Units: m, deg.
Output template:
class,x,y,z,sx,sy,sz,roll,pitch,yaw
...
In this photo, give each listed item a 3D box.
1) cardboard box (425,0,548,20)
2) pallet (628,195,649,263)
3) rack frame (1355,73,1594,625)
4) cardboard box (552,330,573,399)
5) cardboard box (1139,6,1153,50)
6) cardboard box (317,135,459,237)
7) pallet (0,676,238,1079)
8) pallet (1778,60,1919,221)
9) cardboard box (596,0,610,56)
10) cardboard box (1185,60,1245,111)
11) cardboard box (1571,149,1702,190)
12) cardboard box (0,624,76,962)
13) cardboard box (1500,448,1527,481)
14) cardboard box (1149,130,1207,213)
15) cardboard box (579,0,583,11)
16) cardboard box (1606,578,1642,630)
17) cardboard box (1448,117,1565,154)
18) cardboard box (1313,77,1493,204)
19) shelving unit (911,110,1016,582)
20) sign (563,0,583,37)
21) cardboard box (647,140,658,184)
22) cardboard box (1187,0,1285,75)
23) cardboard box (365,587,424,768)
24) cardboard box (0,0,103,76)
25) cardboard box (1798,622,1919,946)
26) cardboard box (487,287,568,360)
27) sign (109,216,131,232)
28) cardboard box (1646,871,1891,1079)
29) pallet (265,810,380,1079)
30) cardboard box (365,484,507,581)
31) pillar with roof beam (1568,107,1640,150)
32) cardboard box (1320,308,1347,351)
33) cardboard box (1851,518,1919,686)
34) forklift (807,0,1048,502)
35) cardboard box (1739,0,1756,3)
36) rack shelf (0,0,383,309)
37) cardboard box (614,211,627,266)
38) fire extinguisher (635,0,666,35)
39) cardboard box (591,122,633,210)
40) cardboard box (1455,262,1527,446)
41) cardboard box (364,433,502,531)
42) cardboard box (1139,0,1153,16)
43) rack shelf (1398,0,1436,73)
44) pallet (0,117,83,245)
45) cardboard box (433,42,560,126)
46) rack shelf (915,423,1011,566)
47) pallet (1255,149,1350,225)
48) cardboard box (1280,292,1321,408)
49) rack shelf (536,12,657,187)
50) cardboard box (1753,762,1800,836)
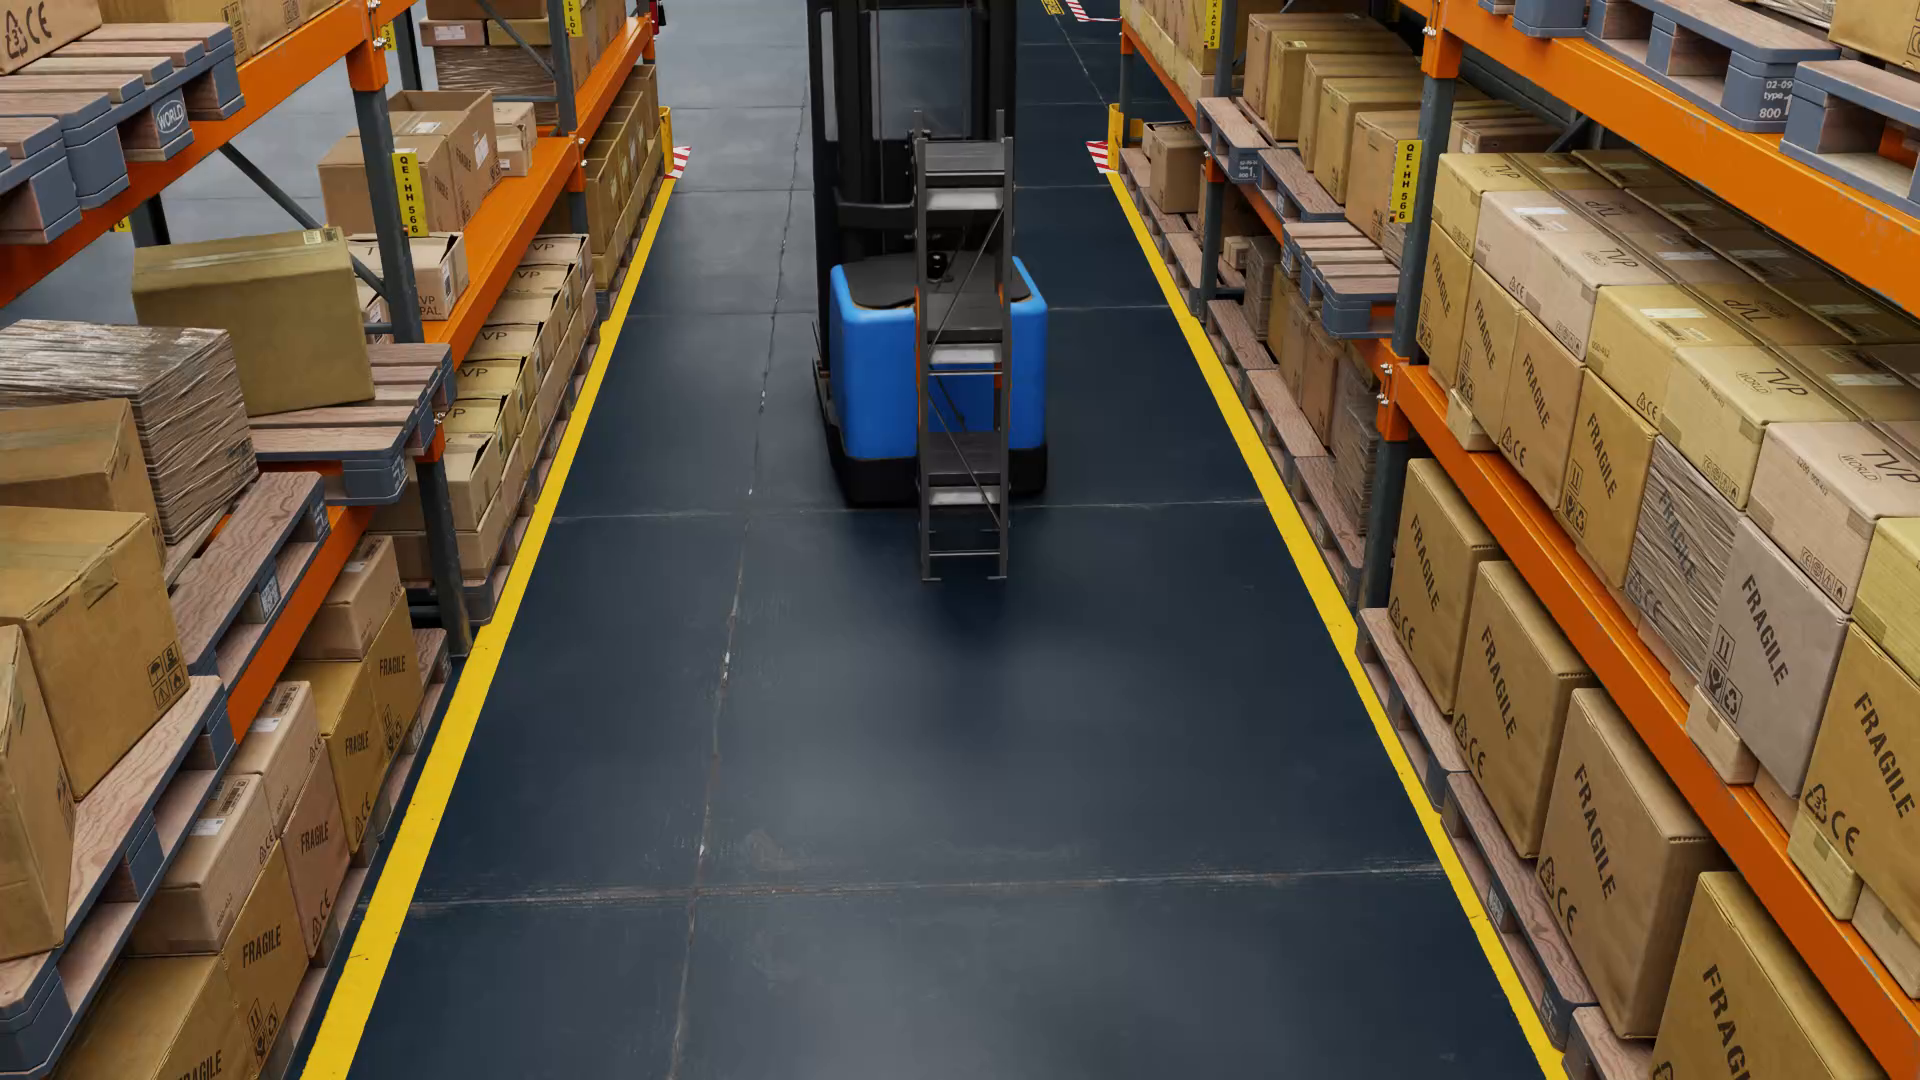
class,x,y,z,sx,sy,sz,roll,pitch,yaw
cardboard box,-2.889,-3.497,10.201,0.700,0.500,0.500,-1,28,-2
pallet,-2.926,-2.370,12.565,1.003,0.211,1.213,-1,28,-3
rack frame,2.296,-0.947,6.822,1.000,3.000,0.127,-1,28,-3
cardboard box,-2.497,-0.986,9.416,0.500,0.250,0.500,-1,28,-2
cardboard box,1.649,-3.876,12.579,0.500,0.250,0.500,-2,28,-3
cardboard box,-2.755,-1.645,8.052,0.500,0.500,0.500,-3,28,-5
pallet,-2.375,0.735,3.805,1.003,0.211,1.213,-1,28,-3
pallet,2.408,-0.767,3.441,0.805,0.209,1.217,-2,28,-5
cardboard box,-3.004,-3.877,12.332,0.700,0.500,0.500,-1,28,-2
cardboard box,1.760,-2.948,10.800,0.500,0.250,0.500,-1,28,-3
cardboard box,2.579,-1.262,6.163,0.500,0.250,0.500,-1,28,-1
cardboard box,-2.243,0.567,3.358,0.700,0.500,0.500,-11,29,-20
cardboard box,2.152,-0.333,5.894,0.380,0.149,0.250,-2,28,-3
cardboard box,1.843,-2.803,12.609,0.700,0.500,0.500,-3,28,-6
cardboard box,-2.735,-3.606,11.110,0.380,0.149,0.250,-2,28,-4
cardboard box,2.180,0.143,4.983,0.380,0.149,0.250,-1,28,-1
cardboard box,2.248,-1.633,6.852,0.380,0.149,0.250,-5,28,-9
cardboard box,2.174,-1.978,8.215,0.700,0.500,0.500,-1,28,-3
shelving unit,0.009,-0.855,7.618,0.431,2.100,0.503,-1,28,-3
sign,-2.318,-3.169,9.916,0.100,0.325,0.005,-1,28,-3
cardboard box,-2.707,-3.016,13.309,0.500,0.250,0.500,-1,28,-3
cardboard box,1.754,-3.280,10.625,0.500,0.500,0.500,-1,28,-3
cardboard box,-2.367,0.514,6.249,0.500,0.500,0.500,0,28,-1
cardboard box,-2.467,-1.434,3.841,0.600,0.600,0.600,-2,28,-5
cardboard box,2.229,0.508,3.581,0.500,0.500,0.500,-2,28,-3
cardboard box,-2.495,-1.238,9.293,0.500,0.311,0.500,-1,28,-3
sign,-3.205,-1.324,6.293,0.100,0.325,0.005,-1,28,-3
cardboard box,2.341,1.370,4.250,0.750,0.750,0.750,-1,28,-2
pallet,-2.589,1.318,5.494,1.003,0.211,1.213,-1,28,-3
cardboard box,-2.385,-0.042,7.606,0.500,0.250,0.500,-1,28,-3
pillar with roof beam,-1.207,-4.124,6.427,9.100,9.000,0.400,-1,28,-3
cardboard box,2.207,-1.200,8.723,0.500,0.250,0.500,-2,28,-3
cardboard box,2.225,0.173,3.412,0.500,0.250,0.500,-1,28,-1
forklift,-0.285,-2.148,9.199,1.130,2.935,3.031,-4,28,-8
cardboard box,2.475,-1.795,4.620,0.700,0.500,0.500,0,28,0
rack shelf,-2.546,-0.913,4.292,1.077,0.370,4.000,-1,28,-3
cardboard box,-2.602,-2.093,11.538,0.500,0.250,0.500,-1,28,-3
fire extinguisher,-2.611,-4.552,13.817,0.296,0.674,0.183,-1,28,-3
cardboard box,-2.624,-2.656,11.807,0.500,0.500,0.500,-1,28,-3
cardboard box,2.084,-0.660,5.820,0.500,0.500,0.500,0,28,-1
cardboard box,-2.385,-0.291,7.476,0.500,0.311,0.500,0,28,-1
cardboard box,1.640,-4.222,12.430,0.500,0.500,0.500,-2,28,-4
rack shelf,2.192,-2.882,8.066,1.077,0.370,4.000,-1,28,-3
pallet,-2.406,-0.528,2.979,1.213,0.211,1.003,-1,28,-3
cardboard box,-2.889,-2.922,10.501,0.700,0.500,0.500,-2,28,-4
rack shelf,0.009,-0.222,7.948,0.431,0.518,0.480,-1,28,-3
pallet,2.152,-1.775,8.618,1.003,0.211,1.213,-1,28,-3
cardboard box,2.206,-1.068,9.281,0.700,0.500,0.500,-1,28,-2
rack shelf,-2.964,-3.278,12.069,1.077,0.370,4.000,-1,28,-3
cardboard box,2.199,0.617,4.074,0.380,0.149,0.250,-1,28,-1
